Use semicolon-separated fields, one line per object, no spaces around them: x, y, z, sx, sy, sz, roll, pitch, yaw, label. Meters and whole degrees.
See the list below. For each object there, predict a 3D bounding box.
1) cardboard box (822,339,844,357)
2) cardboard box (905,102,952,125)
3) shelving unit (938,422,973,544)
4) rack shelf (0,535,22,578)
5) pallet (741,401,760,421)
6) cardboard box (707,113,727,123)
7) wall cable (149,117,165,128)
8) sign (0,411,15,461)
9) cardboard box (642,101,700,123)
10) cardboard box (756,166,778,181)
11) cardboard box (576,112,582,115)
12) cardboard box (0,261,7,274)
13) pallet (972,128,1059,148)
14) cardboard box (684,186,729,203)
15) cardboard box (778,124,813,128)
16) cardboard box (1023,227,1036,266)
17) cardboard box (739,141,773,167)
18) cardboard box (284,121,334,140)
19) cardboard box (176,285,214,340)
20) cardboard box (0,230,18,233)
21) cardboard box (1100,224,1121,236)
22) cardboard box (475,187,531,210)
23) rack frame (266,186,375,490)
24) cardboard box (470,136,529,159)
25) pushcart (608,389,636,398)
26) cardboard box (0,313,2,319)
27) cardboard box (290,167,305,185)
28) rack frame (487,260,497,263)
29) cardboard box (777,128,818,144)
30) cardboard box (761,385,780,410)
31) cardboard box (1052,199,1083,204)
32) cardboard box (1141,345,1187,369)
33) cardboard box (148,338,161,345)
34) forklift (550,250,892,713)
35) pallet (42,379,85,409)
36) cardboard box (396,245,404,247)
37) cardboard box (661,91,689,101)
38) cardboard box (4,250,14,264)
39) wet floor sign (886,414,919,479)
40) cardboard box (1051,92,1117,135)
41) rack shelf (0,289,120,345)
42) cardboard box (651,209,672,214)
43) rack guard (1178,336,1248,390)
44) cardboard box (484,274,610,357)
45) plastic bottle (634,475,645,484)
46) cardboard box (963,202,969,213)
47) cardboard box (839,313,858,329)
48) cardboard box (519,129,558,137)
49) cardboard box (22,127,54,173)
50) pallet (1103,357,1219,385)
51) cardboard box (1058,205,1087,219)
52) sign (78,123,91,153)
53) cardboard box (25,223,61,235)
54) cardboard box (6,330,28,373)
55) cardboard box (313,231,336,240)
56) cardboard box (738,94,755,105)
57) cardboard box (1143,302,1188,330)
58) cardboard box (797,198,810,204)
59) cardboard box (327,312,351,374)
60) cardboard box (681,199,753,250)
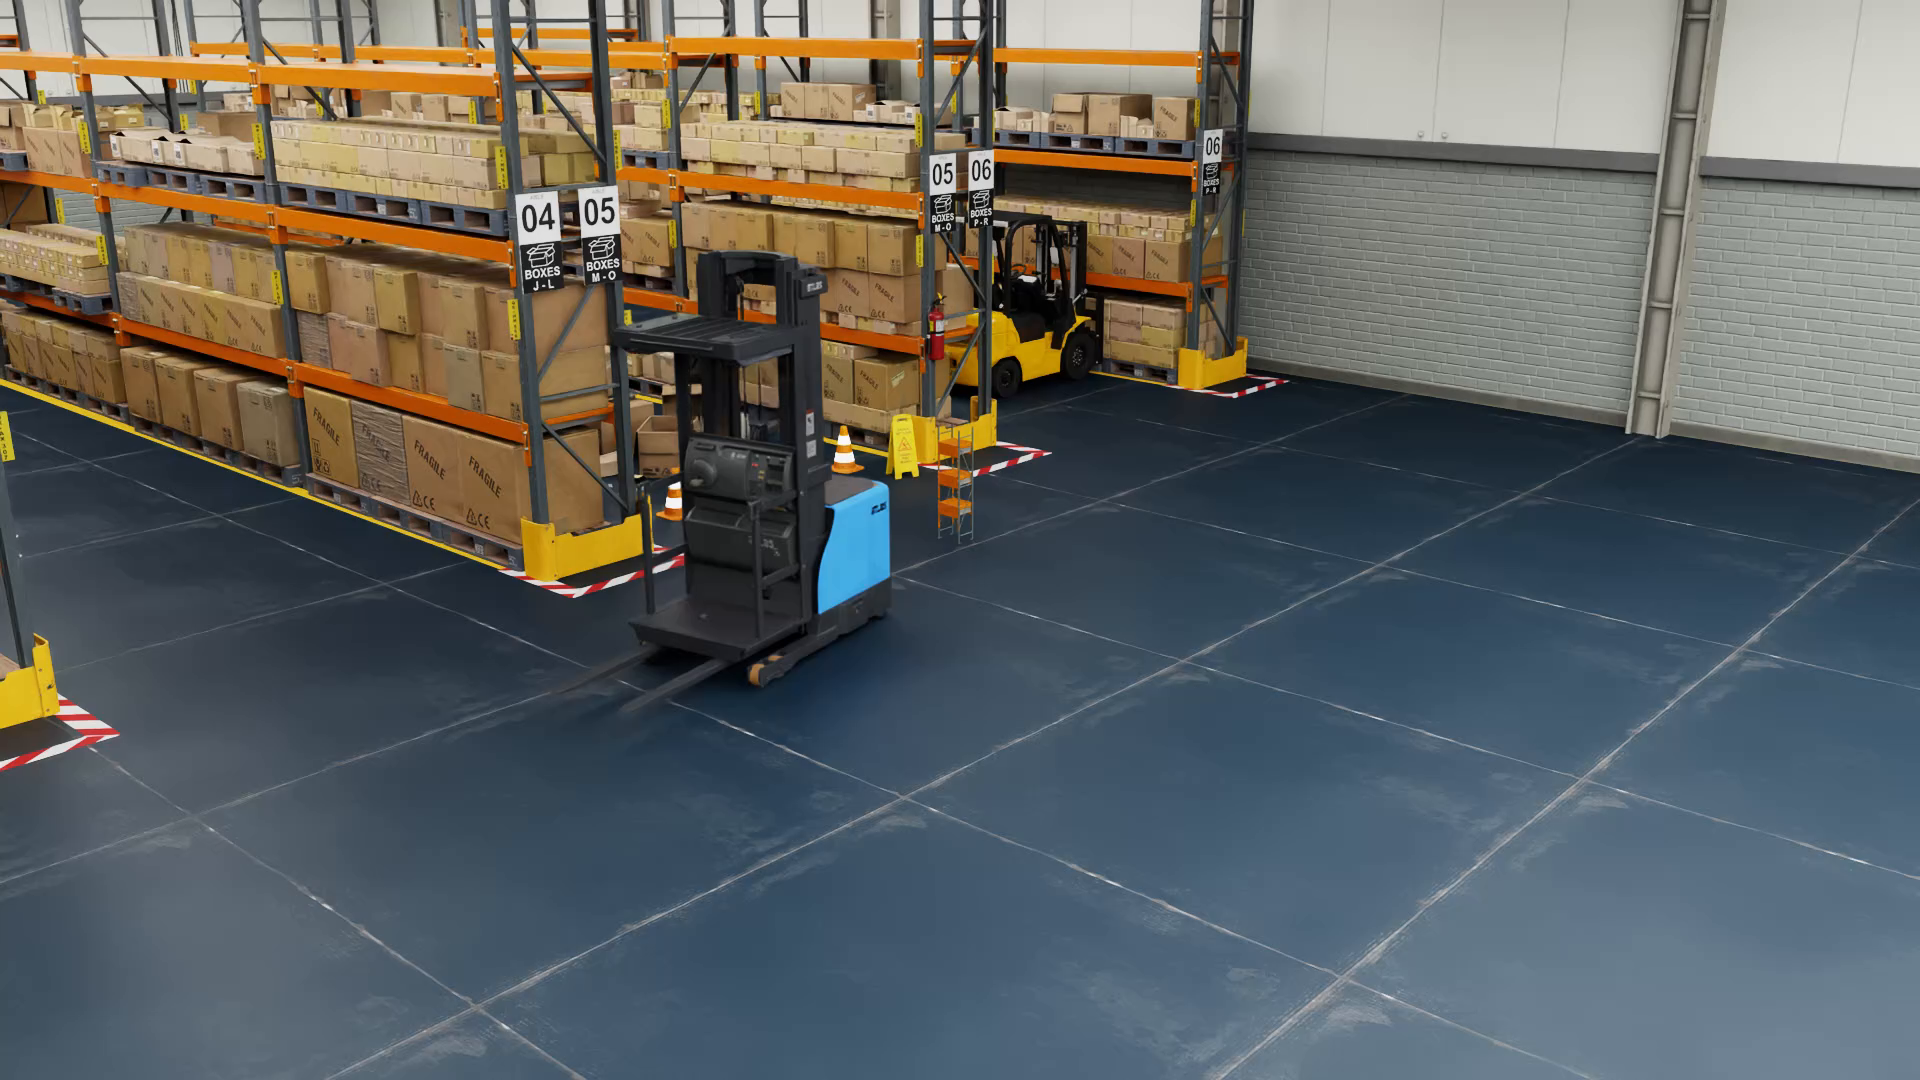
-1.307;-2.149;18.465;0.250;0.149;0.380;16;23;40;cardboard box
-0.433;-6.034;23.494;0.500;0.311;0.500;14;22;38;cardboard box
-0.040;-0.511;14.987;0.252;1.050;0.215;15;23;39;shelving unit
-8.103;-0.198;11.966;4.000;0.370;1.077;15;23;39;rack shelf
-2.496;-1.729;20.210;1.213;0.211;1.003;15;23;39;pallet
-3.643;-6.619;26.297;0.500;0.250;0.500;15;23;39;cardboard box
-15.297;-7.528;32.195;0.122;1.984;0.588;15;23;39;wall cable
-6.247;-0.675;10.848;0.005;0.325;0.100;15;23;39;sign
-3.572;-5.287;20.581;0.500;0.250;0.500;14;23;38;cardboard box
-2.045;-4.098;18.522;0.250;0.149;0.380;14;23;38;cardboard box
-6.359;-7.280;28.548;0.250;0.149;0.380;15;23;39;cardboard box
-11.643;-3.392;20.562;0.250;0.149;0.380;15;23;40;cardboard box
0.926;-5.531;22.767;1.213;0.211;1.003;15;23;39;pallet
-4.065;-5.647;27.081;0.637;0.503;0.797;14;23;38;cardboard box
-1.850;-4.655;18.958;0.250;0.149;0.380;14;23;38;cardboard box
1.209;-4.006;22.609;0.500;0.500;0.500;15;23;39;cardboard box
-2.116;-4.329;18.592;0.500;0.250;0.500;15;23;40;cardboard box
-5.993;-3.781;15.347;0.250;0.149;0.380;15;23;39;cardboard box
-7.936;-2.441;17.678;0.500;0.500;0.500;15;23;39;cardboard box
-12.013;-3.777;20.792;0.250;0.149;0.380;16;24;41;cardboard box
2.044;-4.074;21.753;0.250;0.149;0.380;14;22;38;cardboard box
-3.713;-2.789;13.539;0.250;0.149;0.380;15;23;39;cardboard box
-6.231;-2.044;16.595;0.127;3.000;1.000;15;23;39;rack frame
-3.717;-3.170;13.420;0.250;0.149;0.380;15;23;40;cardboard box
-4.497;-1.409;18.927;0.936;0.377;1.648;7;19;21;pushcart
-12.934;-3.047;22.790;0.250;0.149;0.380;14;23;38;cardboard box
-5.990;-3.401;15.465;0.250;0.149;0.380;15;23;39;cardboard box
-6.013;-3.988;22.718;0.127;3.000;1.000;15;23;39;rack frame
-1.785;-4.444;18.295;0.250;0.149;0.380;16;23;40;cardboard box
-1.954;-1.684;19.311;0.500;0.250;0.500;15;23;39;cardboard box
1.486;-4.609;22.946;0.250;0.149;0.380;15;23;38;cardboard box
2.701;-2.418;21.623;0.500;0.250;0.500;15;23;40;cardboard box
-9.578;-2.407;19.936;0.500;0.250;0.500;14;22;37;cardboard box
-1.711;-0.509;11.871;1.130;2.935;3.031;10;20;28;forklift
-10.715;-1.921;20.815;1.213;0.211;1.003;15;23;39;pallet
-7.722;-4.259;23.820;0.500;0.250;0.500;15;23;38;cardboard box
-4.590;-7.159;26.817;0.250;0.149;0.380;15;23;40;cardboard box
-11.439;-3.481;20.350;0.250;0.149;0.380;16;24;41;cardboard box
-0.598;-0.979;17.130;0.267;0.644;0.232;-9;20;-27;wet floor sign
1.658;-5.620;21.873;0.637;0.503;0.797;16;24;41;cardboard box
-10.719;-2.906;20.500;4.000;0.370;1.077;15;23;39;rack shelf
-3.917;-3.936;21.204;0.500;0.500;0.500;15;23;39;cardboard box
3.280;-2.309;21.561;0.348;0.500;1.175;15;23;39;rack guard
-3.492;-1.911;14.141;0.550;0.550;0.875;15;23;39;cardboard box
-3.376;-0.630;16.996;0.283;0.061;0.133;7;19;21;plastic bottle
0.150;-4.784;23.991;0.250;0.149;0.380;14;23;38;cardboard box
-1.105;-2.415;18.179;0.250;0.149;0.380;16;23;40;cardboard box
-3.656;-3.420;14.208;0.250;0.149;0.380;15;23;39;cardboard box
-10.573;-4.581;19.463;0.500;0.500;0.500;15;23;39;cardboard box
2.663;-2.320;22.074;1.213;0.211;1.003;15;23;39;pallet
1.526;-4.389;22.254;0.250;0.149;0.380;15;23;39;cardboard box
-9.585;-4.401;18.208;0.005;0.325;0.100;15;23;39;sign
-11.785;-3.978;21.426;0.250;0.149;0.380;16;24;42;cardboard box
-11.838;-2.451;21.314;0.500;0.500;0.500;16;24;41;cardboard box
-9.521;-4.874;25.345;0.500;0.500;0.500;15;23;40;cardboard box
-3.301;-6.880;25.971;0.250;0.149;0.380;14;22;37;cardboard box
2.711;-2.893;21.468;0.500;0.250;0.500;16;24;41;cardboard box
-2.269;-5.239;25.422;0.250;0.149;0.380;16;24;41;cardboard box
-5.521;-1.939;16.016;0.550;0.550;0.875;15;23;39;cardboard box
-2.836;-3.713;19.543;0.500;0.500;0.700;15;23;39;cardboard box
